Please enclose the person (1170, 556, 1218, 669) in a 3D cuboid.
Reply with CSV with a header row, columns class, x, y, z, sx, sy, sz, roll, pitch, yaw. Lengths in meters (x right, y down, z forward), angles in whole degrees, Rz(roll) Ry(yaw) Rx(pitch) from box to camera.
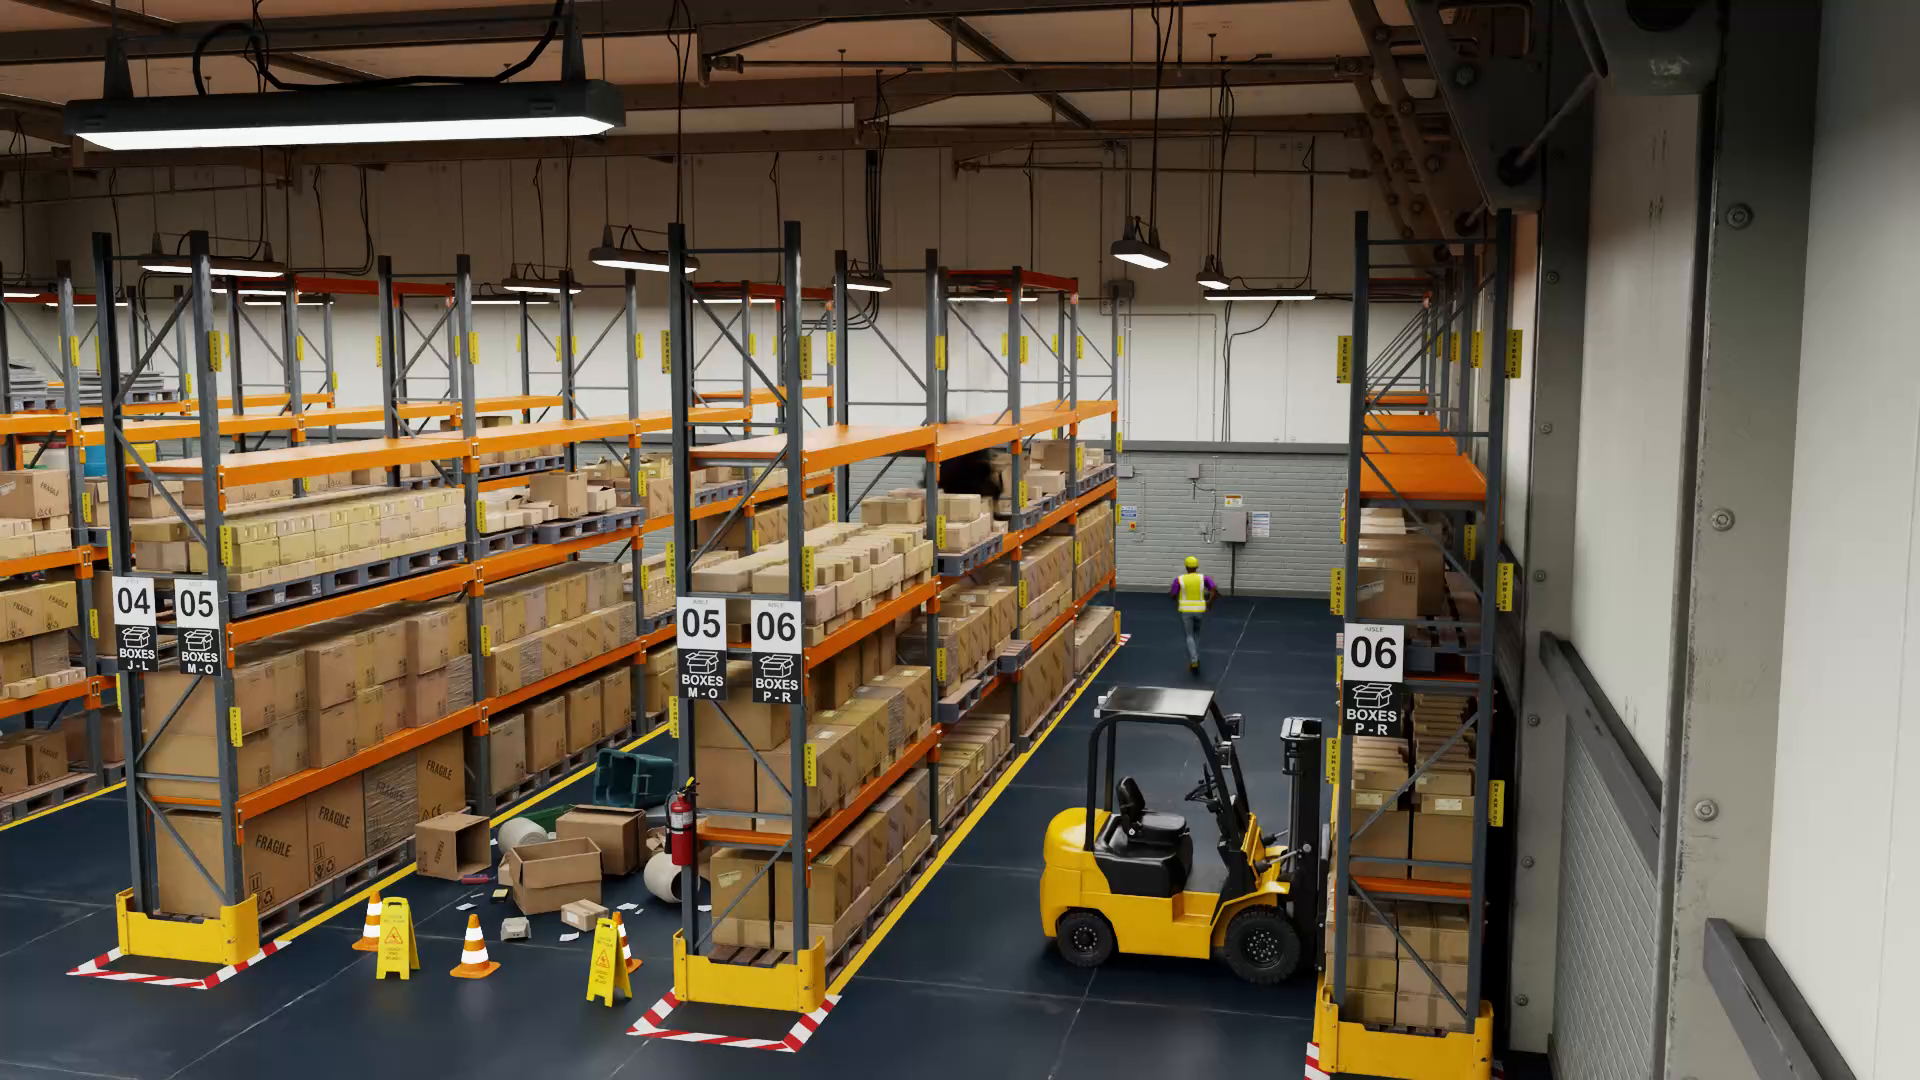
class,x,y,z,sx,sy,sz,roll,pitch,yaw
person,3.588,1.159,25.758,0.674,1.832,0.785,-1,7,-8
